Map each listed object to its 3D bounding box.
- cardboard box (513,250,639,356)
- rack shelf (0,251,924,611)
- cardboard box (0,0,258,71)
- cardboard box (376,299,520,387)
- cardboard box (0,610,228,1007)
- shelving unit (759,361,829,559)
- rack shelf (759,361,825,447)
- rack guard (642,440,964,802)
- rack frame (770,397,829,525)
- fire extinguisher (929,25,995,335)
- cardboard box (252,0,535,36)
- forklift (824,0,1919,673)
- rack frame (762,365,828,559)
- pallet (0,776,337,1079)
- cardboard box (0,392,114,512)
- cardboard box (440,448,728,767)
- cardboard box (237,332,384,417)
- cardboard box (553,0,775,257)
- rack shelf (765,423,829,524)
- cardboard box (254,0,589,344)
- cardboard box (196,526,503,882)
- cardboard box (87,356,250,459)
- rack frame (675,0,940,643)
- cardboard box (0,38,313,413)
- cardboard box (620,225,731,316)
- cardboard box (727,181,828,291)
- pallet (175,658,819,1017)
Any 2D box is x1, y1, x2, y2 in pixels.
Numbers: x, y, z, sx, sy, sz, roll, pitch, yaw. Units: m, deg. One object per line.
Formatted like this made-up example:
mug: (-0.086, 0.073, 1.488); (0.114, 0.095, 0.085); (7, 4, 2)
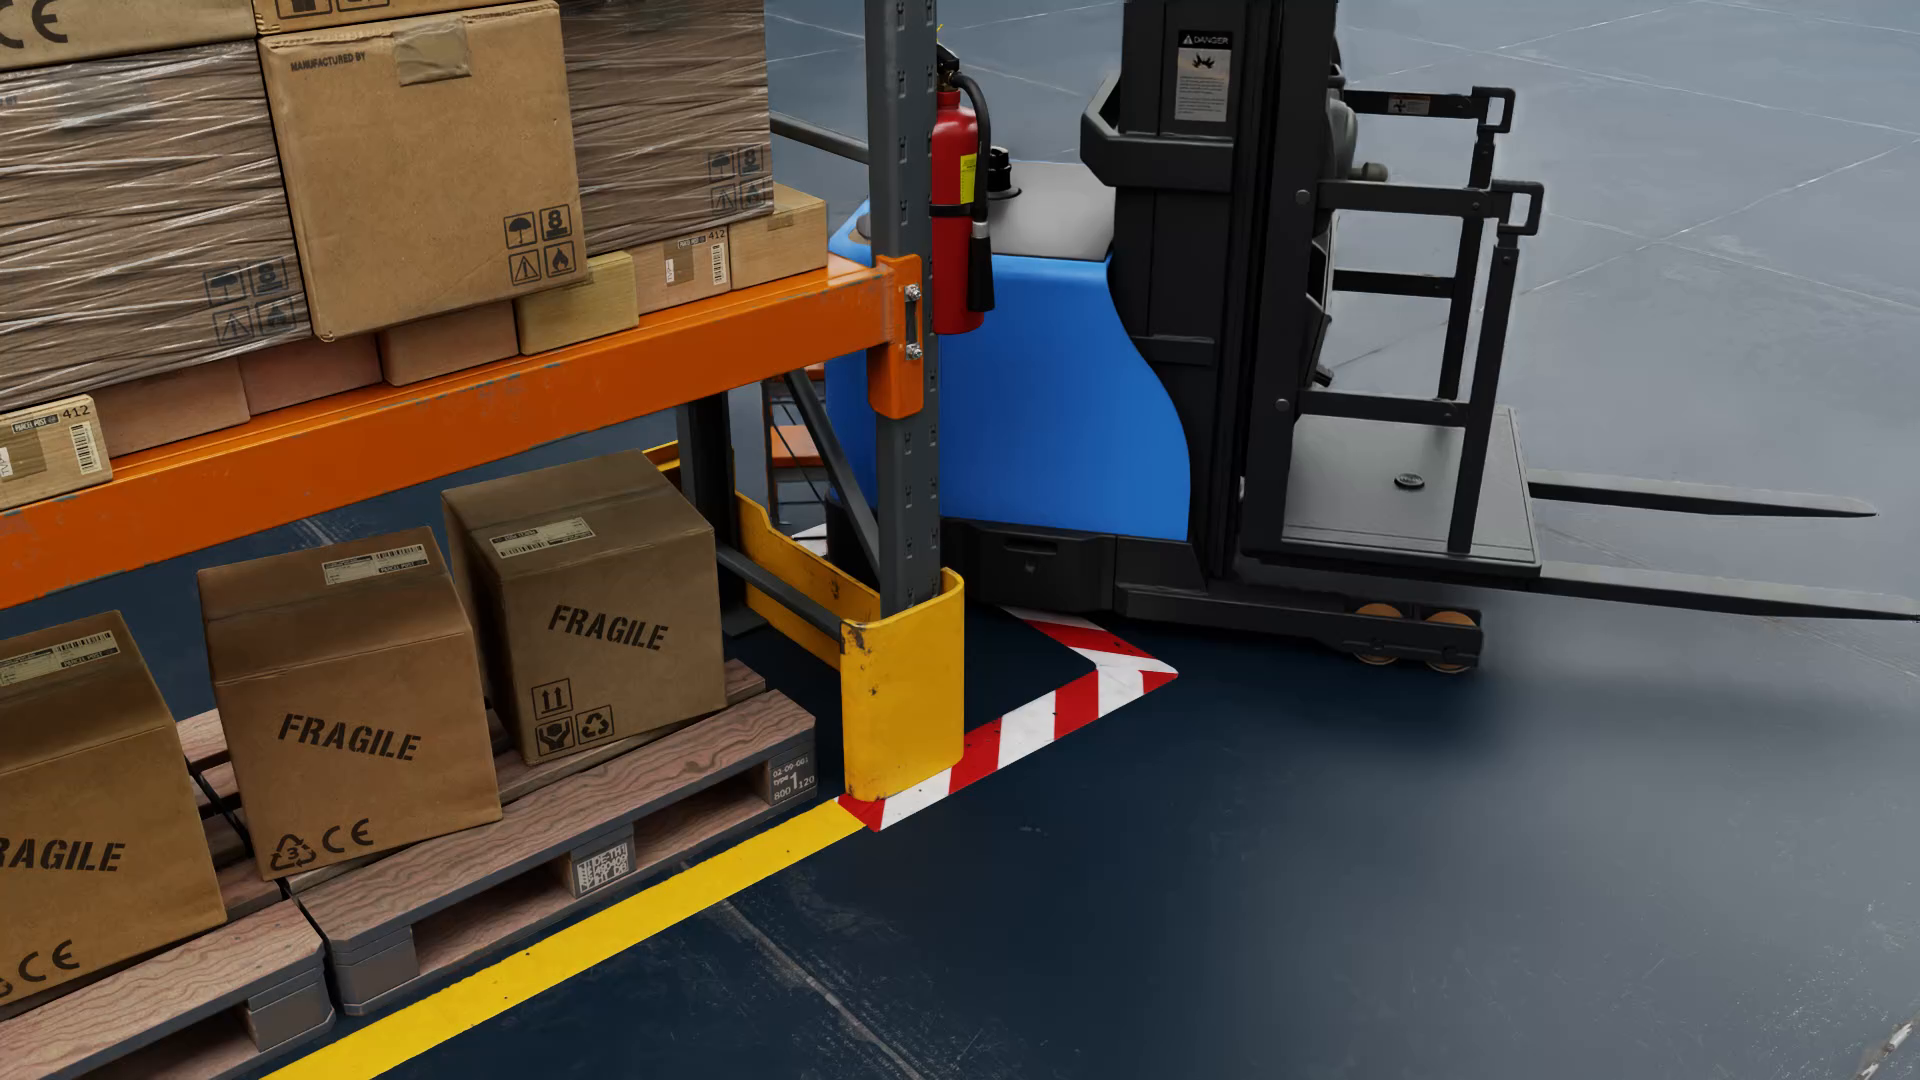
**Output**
cardboard box: (-0.846, -0.514, 3.296); (0.250, 0.149, 0.380); (-22, 35, -35)
rack shelf: (-1.937, -0.028, 2.883); (4.000, 0.370, 1.077); (-22, 35, -35)
cardboard box: (-1.432, -1.009, 2.474); (0.500, 0.500, 0.500); (-22, 35, -35)
cardboard box: (-1.046, -0.443, 3.163); (0.250, 0.149, 0.380); (-22, 35, -35)
cardboard box: (-1.823, 0.525, 3.291); (0.500, 0.500, 0.500); (-18, 33, -30)
shelving unit: (-0.488, -0.460, 4.997); (0.215, 1.050, 0.252); (-2, 28, -4)
rack shelf: (-0.488, -0.451, 5.002); (0.215, 0.259, 0.240); (-2, 28, -4)
rack guard: (-0.473, 0.169, 4.404); (0.348, 0.500, 1.175); (-22, 35, -35)
rack frame: (-0.498, -0.517, 5.104); (0.200, 1.050, 0.008); (-2, 28, -4)
fire extinguisher: (-0.029, -0.793, 3.633); (0.183, 0.674, 0.296); (-22, 35, -35)
cardboard box: (-1.050, -1.161, 2.758); (0.500, 0.500, 0.500); (-22, 35, -35)
forklift: (1.179, -1.203, 4.391); (3.031, 2.935, 1.130); (6, 29, 11)
rack frame: (-0.478, -0.403, 4.890); (0.200, 1.050, 0.008); (-2, 28, -4)
pallet: (-2.042, 0.903, 3.336); (1.213, 0.211, 1.003); (-22, 35, -35)
cardboard box: (-1.571, -0.188, 2.687); (0.250, 0.149, 0.380); (-22, 35, -35)
cardboard box: (-0.901, 0.145, 4.002); (0.500, 0.500, 0.500); (-15, 32, -26)
cardboard box: (-1.263, -0.381, 3.047); (0.250, 0.149, 0.380); (-22, 35, -35)
cardboard box: (-0.852, -0.974, 3.468); (0.500, 0.500, 0.875); (-22, 35, -35)
rack shelf: (-0.488, -0.206, 5.133); (0.215, 0.259, 0.240); (-2, 28, -4)
cardboard box: (-1.154, -0.778, 3.102); (0.500, 0.500, 0.875); (-22, 35, -35)
cardboard box: (-1.334, 0.340, 3.637); (0.500, 0.500, 0.500); (-13, 31, -22)
cardboard box: (-1.439, -0.297, 2.889); (0.250, 0.149, 0.380); (-22, 35, -35)
rack frame: (-0.416, -0.957, 3.858); (0.127, 3.000, 1.000); (-22, 35, -35)
cardboard box: (-1.563, -0.640, 2.844); (0.500, 0.500, 0.875); (-22, 35, -35)
cardboard box: (-0.689, -0.609, 3.473); (0.250, 0.149, 0.380); (-22, 35, -35)
cardboard box: (-0.498, -0.685, 3.616); (0.250, 0.149, 0.380); (-22, 35, -35)
pallet: (-1.114, 0.532, 4.031); (1.213, 0.211, 1.003); (-22, 35, -35)
